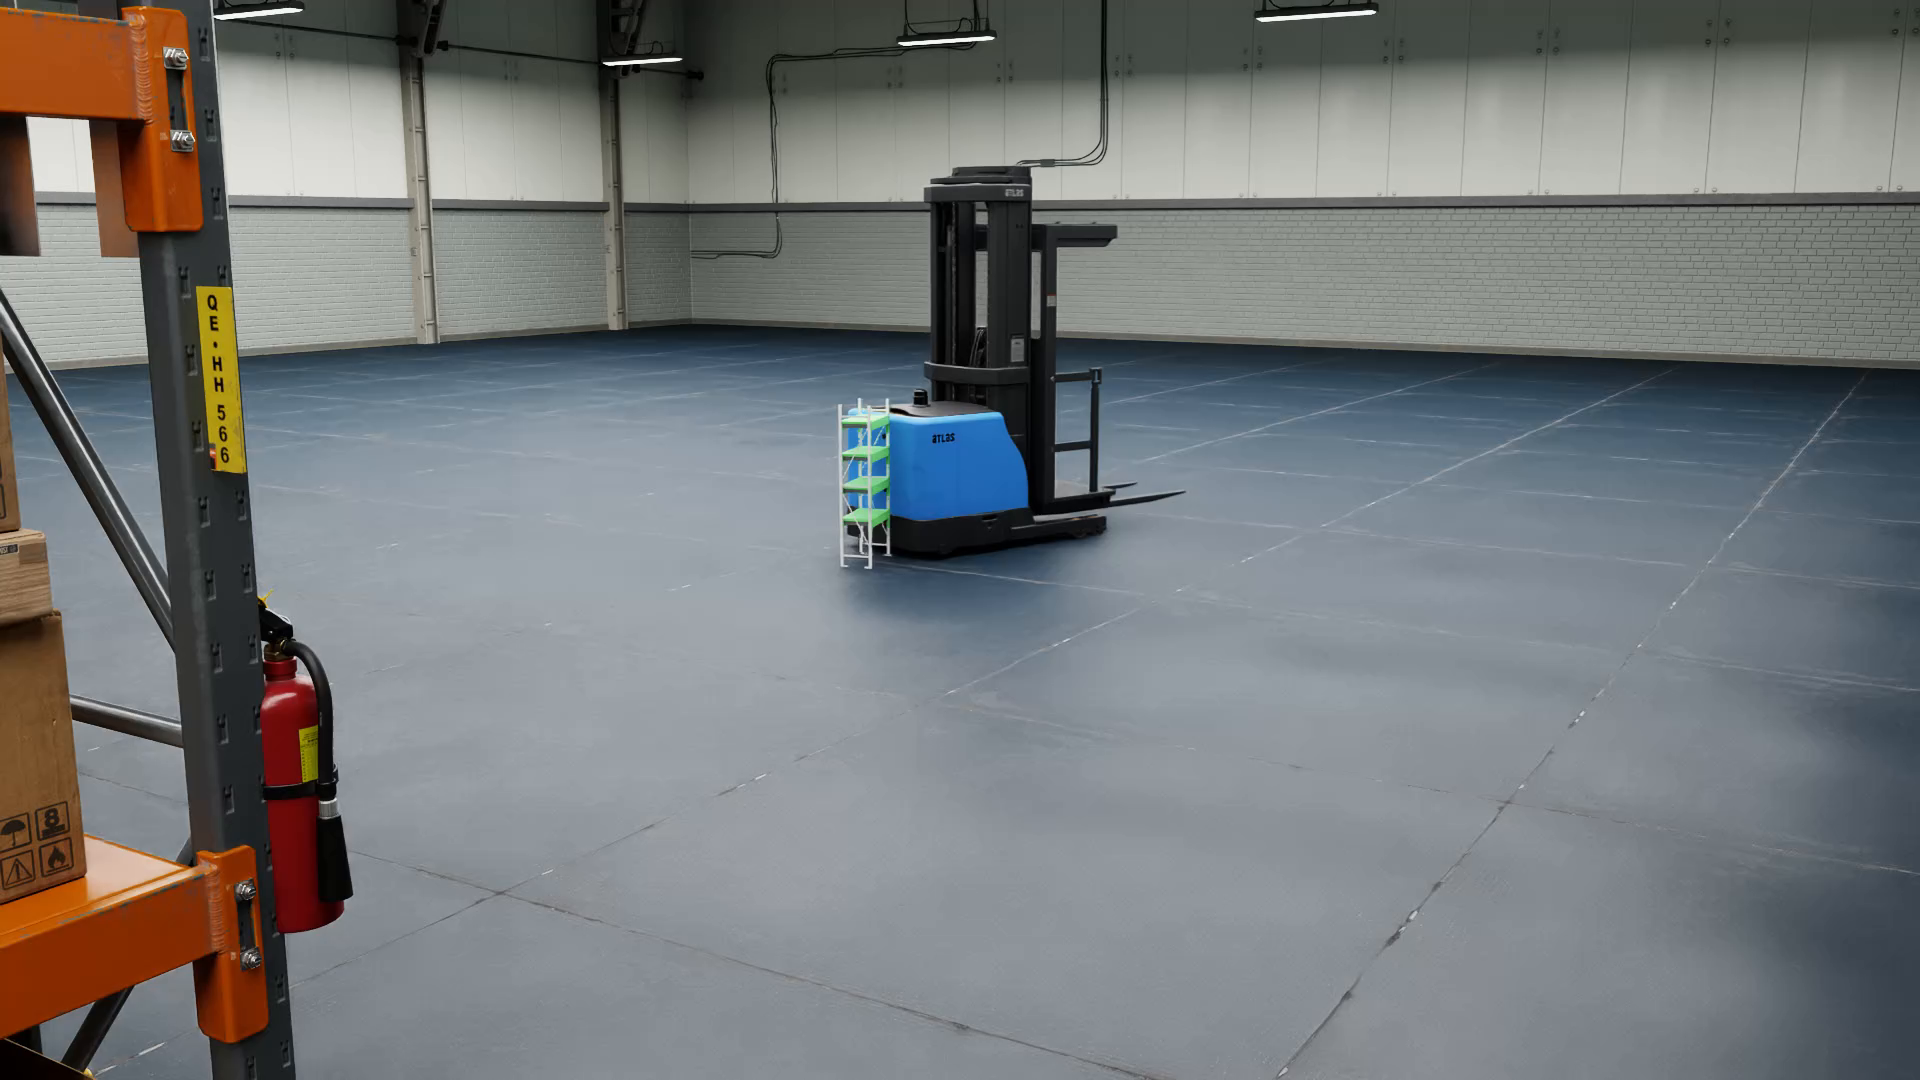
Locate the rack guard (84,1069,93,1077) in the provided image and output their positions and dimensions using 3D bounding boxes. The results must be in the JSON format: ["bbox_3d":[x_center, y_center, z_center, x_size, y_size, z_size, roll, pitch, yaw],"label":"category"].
[{"bbox_3d":[-1.749,1.575,3.600,1.175,0.500,0.348,6,12,31],"label":"rack guard"}]

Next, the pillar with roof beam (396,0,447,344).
[{"bbox_3d":[-7.932,-8.306,33.283,9.100,9.000,0.548,6,12,31],"label":"pillar with roof beam"}]

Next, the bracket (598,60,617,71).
[{"bbox_3d":[-8.409,-11.331,39.659,0.235,0.232,0.430,6,12,31],"label":"bracket"}]

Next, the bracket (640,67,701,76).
[{"bbox_3d":[-7.054,-11.742,41.851,0.076,0.066,3.189,6,12,31],"label":"bracket"}]

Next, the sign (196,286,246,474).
[{"bbox_3d":[-1.305,-0.282,2.933,0.100,0.325,0.005,6,12,31],"label":"sign"}]

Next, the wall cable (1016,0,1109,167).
[{"bbox_3d":[2.268,-10.760,37.149,2.305,6.003,0.169,6,12,31],"label":"wall cable"}]

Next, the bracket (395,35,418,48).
[{"bbox_3d":[-11.524,-10.388,34.619,0.235,0.232,0.430,6,12,31],"label":"bracket"}]

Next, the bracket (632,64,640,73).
[{"bbox_3d":[-7.978,-11.462,40.356,0.235,0.232,0.430,6,12,31],"label":"bracket"}]

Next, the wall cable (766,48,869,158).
[{"bbox_3d":[-3.525,-10.696,40.761,3.097,2.526,0.112,6,12,31],"label":"wall cable"}]

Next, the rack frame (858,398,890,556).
[{"bbox_3d":[-0.653,-0.476,12.652,0.240,1.200,0.015,3,11,13],"label":"rack frame"}]

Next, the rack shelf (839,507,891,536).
[{"bbox_3d":[-0.710,-0.134,12.475,0.258,0.148,0.480,3,11,13],"label":"rack shelf"}]

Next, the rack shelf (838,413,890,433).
[{"bbox_3d":[-0.710,-0.842,12.343,0.258,0.148,0.480,3,11,13],"label":"rack shelf"}]

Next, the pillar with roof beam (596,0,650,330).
[{"bbox_3d":[-4.817,-9.250,38.323,9.100,9.000,0.548,6,12,31],"label":"pillar with roof beam"}]

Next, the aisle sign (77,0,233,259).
[{"bbox_3d":[-1.476,-0.910,3.016,0.394,0.787,0.004,6,12,31],"label":"aisle sign"}]

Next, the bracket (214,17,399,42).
[{"bbox_3d":[-12.861,-9.983,32.454,0.076,0.066,4.783,6,12,31],"label":"bracket"}]

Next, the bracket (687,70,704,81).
[{"bbox_3d":[-6.747,-11.835,42.347,0.235,0.232,0.430,6,12,31],"label":"bracket"}]

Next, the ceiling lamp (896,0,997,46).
[{"bbox_3d":[-0.128,-10.763,30.542,2.000,3.185,0.800,6,12,31],"label":"ceiling lamp"}]

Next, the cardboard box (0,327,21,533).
[{"bbox_3d":[-2.042,-0.257,2.791,0.700,0.500,0.500,6,12,31],"label":"cardboard box"}]

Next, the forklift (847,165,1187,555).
[{"bbox_3d":[0.573,-1.520,13.523,3.031,2.935,1.130,-8,13,-37],"label":"forklift"}]

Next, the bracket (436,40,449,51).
[{"bbox_3d":[-11.093,-10.518,35.316,0.235,0.232,0.430,6,12,31],"label":"bracket"}]

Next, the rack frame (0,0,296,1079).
[{"bbox_3d":[-1.759,0.350,3.348,0.949,2.616,0.053,6,12,31],"label":"rack frame"}]

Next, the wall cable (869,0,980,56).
[{"bbox_3d":[-0.880,-12.636,38.763,3.097,2.526,0.112,6,12,31],"label":"wall cable"}]

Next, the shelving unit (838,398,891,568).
[{"bbox_3d":[-0.710,-0.433,12.419,0.258,1.200,0.503,3,11,13],"label":"shelving unit"}]

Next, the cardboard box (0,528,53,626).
[{"bbox_3d":[-1.797,0.060,2.862,0.380,0.149,0.250,6,12,30],"label":"cardboard box"}]

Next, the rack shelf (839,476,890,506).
[{"bbox_3d":[-0.710,-0.370,12.431,0.258,0.148,0.480,3,11,13],"label":"rack shelf"}]

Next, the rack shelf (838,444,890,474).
[{"bbox_3d":[-0.710,-0.606,12.387,0.258,0.148,0.480,3,11,13],"label":"rack shelf"}]

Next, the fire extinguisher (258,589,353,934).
[{"bbox_3d":[-1.303,0.413,3.219,0.296,0.674,0.183,6,12,31],"label":"fire extinguisher"}]

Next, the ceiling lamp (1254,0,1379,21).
[{"bbox_3d":[5.906,-10.088,26.939,2.000,3.185,0.800,6,12,31],"label":"ceiling lamp"}]

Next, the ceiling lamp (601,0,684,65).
[{"bbox_3d":[-6.444,-11.469,34.313,2.000,3.185,0.800,6,12,31],"label":"ceiling lamp"}]

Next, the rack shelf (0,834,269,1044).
[{"bbox_3d":[-2.800,1.018,1.736,1.077,0.370,4.000,6,12,31],"label":"rack shelf"}]

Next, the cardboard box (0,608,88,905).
[{"bbox_3d":[-2.015,0.373,2.955,0.700,0.500,0.500,6,12,31],"label":"cardboard box"}]

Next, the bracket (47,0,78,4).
[{"bbox_3d":[-15.977,-9.039,27.414,0.076,0.066,4.783,6,12,31],"label":"bracket"}]

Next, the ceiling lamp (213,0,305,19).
[{"bbox_3d":[-11.173,-10.036,26.660,2.000,3.185,0.800,6,12,31],"label":"ceiling lamp"}]

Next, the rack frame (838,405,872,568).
[{"bbox_3d":[-0.767,-0.389,12.186,0.240,1.200,0.015,3,11,13],"label":"rack frame"}]

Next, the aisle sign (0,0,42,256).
[{"bbox_3d":[-1.989,-0.968,3.322,0.394,0.787,0.004,6,12,31],"label":"aisle sign"}]

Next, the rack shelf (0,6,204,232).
[{"bbox_3d":[-2.800,-0.457,1.460,1.077,0.370,4.000,6,12,31],"label":"rack shelf"}]

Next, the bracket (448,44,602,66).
[{"bbox_3d":[-9.746,-10.926,37.495,0.076,0.066,4.783,6,12,31],"label":"bracket"}]

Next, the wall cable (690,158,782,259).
[{"bbox_3d":[-5.837,-8.472,42.606,3.097,2.526,0.112,6,12,31],"label":"wall cable"}]
